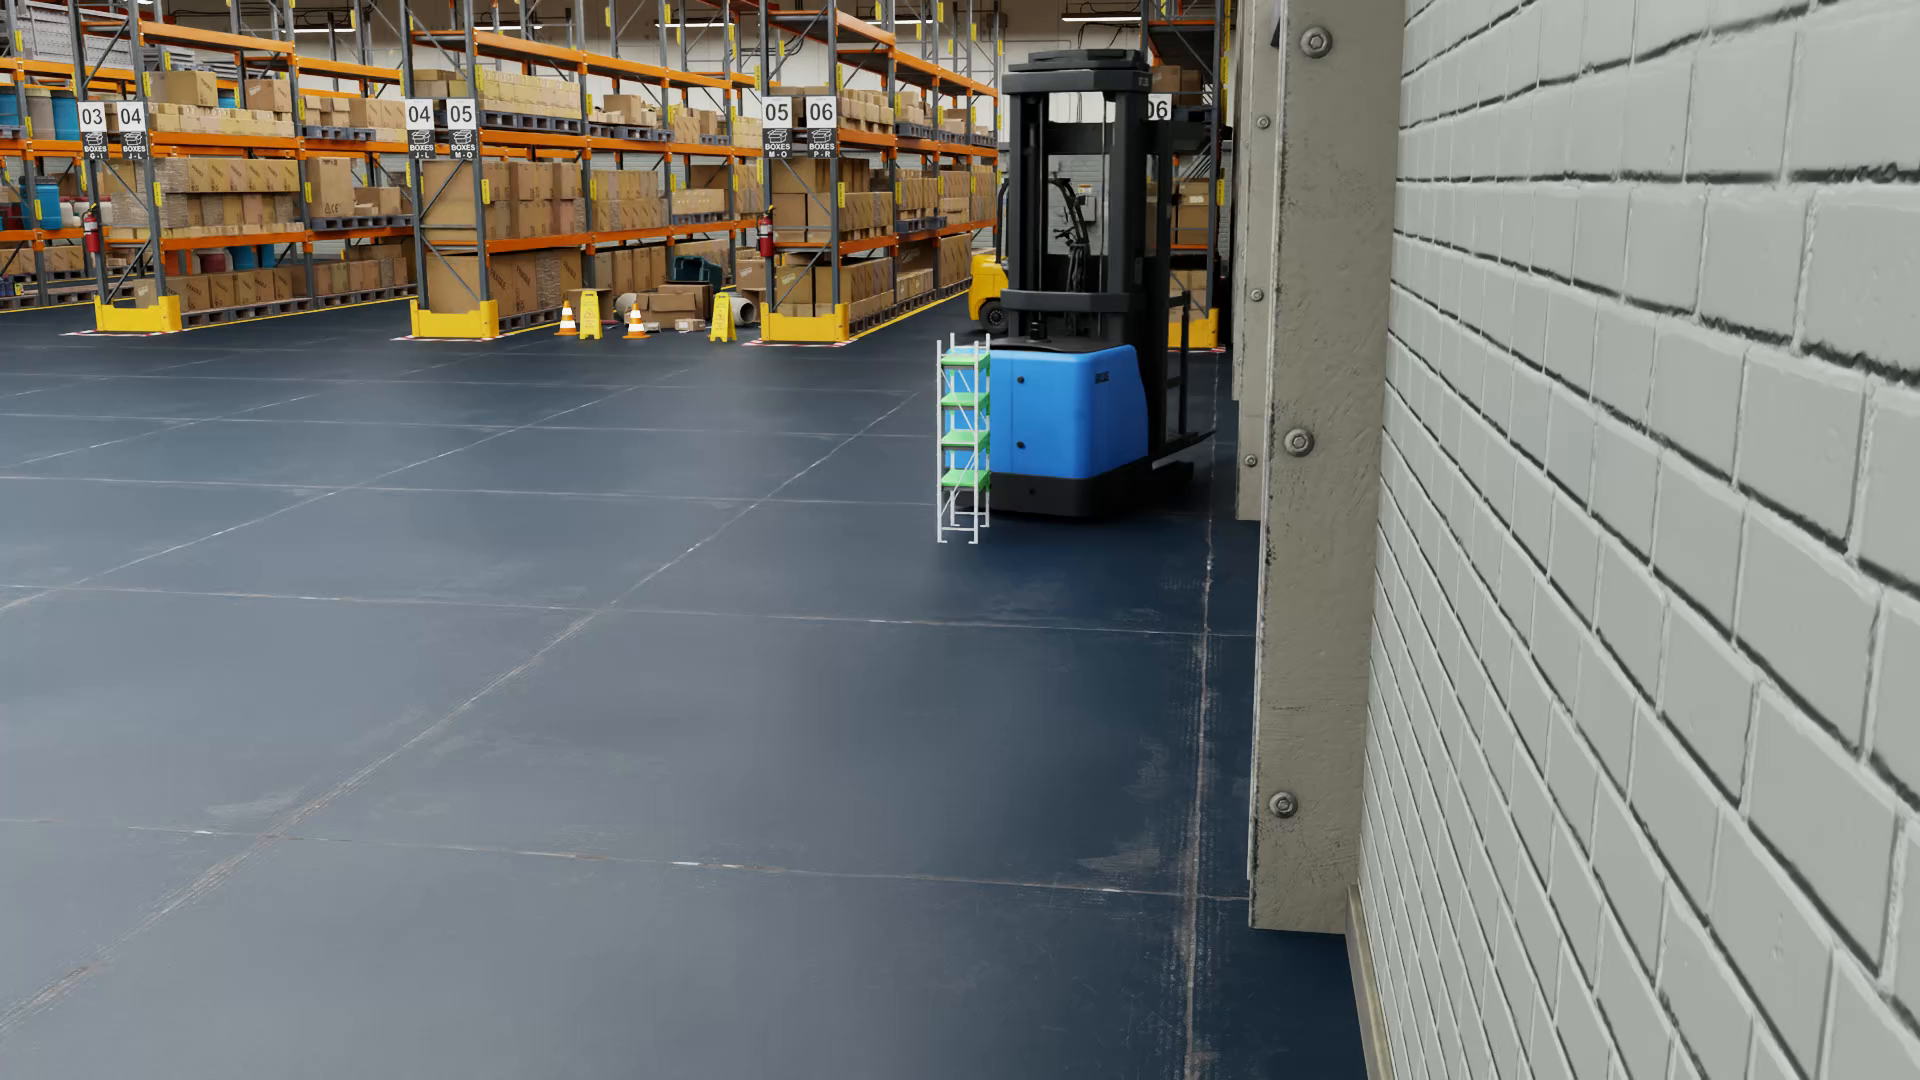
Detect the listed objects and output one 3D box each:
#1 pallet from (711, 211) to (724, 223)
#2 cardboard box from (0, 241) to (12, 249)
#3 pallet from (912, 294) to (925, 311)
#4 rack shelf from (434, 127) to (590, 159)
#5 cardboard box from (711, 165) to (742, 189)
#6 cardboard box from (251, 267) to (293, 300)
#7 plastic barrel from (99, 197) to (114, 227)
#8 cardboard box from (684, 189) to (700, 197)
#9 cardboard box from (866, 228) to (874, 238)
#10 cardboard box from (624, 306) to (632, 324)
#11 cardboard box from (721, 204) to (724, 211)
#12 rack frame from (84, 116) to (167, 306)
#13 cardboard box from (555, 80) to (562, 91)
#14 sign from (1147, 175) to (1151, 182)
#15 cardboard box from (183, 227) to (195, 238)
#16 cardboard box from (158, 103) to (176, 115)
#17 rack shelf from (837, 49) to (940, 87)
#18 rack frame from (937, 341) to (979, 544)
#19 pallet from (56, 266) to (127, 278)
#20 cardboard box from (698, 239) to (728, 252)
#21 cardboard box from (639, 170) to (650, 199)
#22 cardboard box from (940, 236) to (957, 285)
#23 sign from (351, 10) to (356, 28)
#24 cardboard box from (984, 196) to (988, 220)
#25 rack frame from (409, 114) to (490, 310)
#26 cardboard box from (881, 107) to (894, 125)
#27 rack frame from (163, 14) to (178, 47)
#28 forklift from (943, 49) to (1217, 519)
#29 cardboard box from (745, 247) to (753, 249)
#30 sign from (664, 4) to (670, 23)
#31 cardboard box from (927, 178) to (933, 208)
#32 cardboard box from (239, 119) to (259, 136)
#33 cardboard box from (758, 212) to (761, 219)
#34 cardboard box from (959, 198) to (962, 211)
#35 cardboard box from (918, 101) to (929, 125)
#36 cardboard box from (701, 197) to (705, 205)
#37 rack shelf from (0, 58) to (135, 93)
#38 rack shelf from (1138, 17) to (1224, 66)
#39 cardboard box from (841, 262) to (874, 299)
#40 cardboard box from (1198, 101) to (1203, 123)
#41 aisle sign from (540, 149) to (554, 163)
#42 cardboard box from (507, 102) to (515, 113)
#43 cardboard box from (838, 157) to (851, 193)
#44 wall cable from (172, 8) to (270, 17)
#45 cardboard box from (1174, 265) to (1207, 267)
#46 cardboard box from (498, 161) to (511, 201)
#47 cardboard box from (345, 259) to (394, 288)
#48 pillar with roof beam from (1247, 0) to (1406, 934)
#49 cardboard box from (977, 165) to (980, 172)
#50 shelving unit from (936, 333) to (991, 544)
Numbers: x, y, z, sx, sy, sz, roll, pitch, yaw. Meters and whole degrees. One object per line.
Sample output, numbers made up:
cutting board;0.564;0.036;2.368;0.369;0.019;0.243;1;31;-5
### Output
pallet;-5.439;-6.564;33.787;1.003;0.211;1.213;2;12;9
cardboard box;-20.397;-6.270;35.076;0.500;0.250;0.500;2;12;8
pallet;-1.198;-4.061;28.337;1.003;0.211;1.213;2;12;9
rack shelf;-6.716;-5.845;24.584;1.077;0.370;4.000;2;12;9
cardboard box;-4.868;-7.581;34.735;0.500;0.500;0.500;2;12;10
cardboard box;-11.395;-4.230;27.438;0.500;0.500;0.500;1;12;7
plastic barrel;-15.644;-5.990;30.347;0.433;0.535;0.433;0;12;0
cardboard box;-5.288;-6.768;32.466;0.380;0.149;0.250;2;12;8
cardboard box;-1.476;-4.489;24.301;0.380;0.149;0.250;2;12;9
cardboard box;-4.853;-3.393;25.106;0.396;0.266;0.258;4;13;18
cardboard box;-5.043;-6.806;34.052;0.380;0.149;0.250;2;12;7
rack frame;-11.909;-4.496;23.735;1.000;3.000;0.127;2;12;9
cardboard box;-6.266;-6.891;25.198;0.380;0.149;0.250;2;12;10
sign;2.866;-5.390;25.325;0.100;0.325;0.005;2;12;9
cardboard box;-11.519;-4.528;24.479;0.380;0.149;0.250;2;12;9
cardboard box;-11.503;-6.185;23.860;0.380;0.149;0.250;2;12;10
rack shelf;-1.194;-7.809;27.527;1.077;0.370;4.000;2;12;9
rack frame;-0.012;-0.570;9.791;0.240;1.200;0.015;2;12;9
pallet;-19.745;-6.095;37.776;1.003;0.211;1.213;2;12;9
cardboard box;-5.043;-5.999;33.866;0.500;0.250;0.500;2;12;7
cardboard box;-5.948;-6.319;29.583;0.700;0.500;0.500;2;12;8
cardboard box;-0.557;-5.333;31.668;0.875;0.875;0.875;2;12;9
sign;-11.227;-9.645;30.795;0.100;0.325;0.005;2;12;9
cardboard box;0.303;-7.126;35.702;0.500;0.500;0.500;2;12;10
rack frame;-7.023;-4.314;22.892;1.000;3.000;0.127;2;12;9
cardboard box;-1.304;-6.445;25.309;0.500;0.250;0.500;2;12;8
rack frame;-19.236;-11.081;40.051;1.000;3.000;0.127;2;12;9
forklift;1.013;-1.829;11.523;1.130;2.935;3.031;6;14;27
cardboard box;-4.903;-6.588;37.801;0.380;0.149;0.250;2;12;10
sign;-5.244;-9.429;29.792;0.100;0.325;0.005;2;12;9
cardboard box;-0.750;-6.028;28.905;0.500;0.500;0.500;2;12;8
cardboard box;-11.270;-6.404;25.823;0.500;0.250;0.500;2;12;8
cardboard box;-4.619;-7.180;36.785;0.380;0.149;0.250;1;12;6
cardboard box;-0.242;-6.532;32.352;0.500;0.250;0.500;2;12;10
cardboard box;-0.978;-7.646;29.988;0.797;0.503;0.637;1;12;5
cardboard box;-5.243;-6.676;32.746;0.380;0.149;0.250;2;12;9
rack shelf;-15.880;-8.291;29.761;1.077;0.370;4.000;2;12;9
rack shelf;3.096;-6.817;22.920;1.077;0.370;4.000;2;12;9
cardboard box;-1.555;-3.780;24.161;0.500;0.500;0.500;2;12;10
cardboard box;3.688;-7.198;27.683;0.700;0.500;0.500;2;12;8
aisle sign;-9.733;-9.122;39.031;0.394;0.787;0.004;2;12;9
cardboard box;-6.538;-6.131;23.564;0.380;0.149;0.250;2;12;9
cardboard box;-1.978;-5.285;24.081;0.700;0.500;0.500;2;12;8
wall cable;-20.235;-13.270;45.590;3.097;2.526;0.112;2;12;9
cardboard box;3.210;-3.667;23.043;0.500;0.250;0.500;2;12;8
cardboard box;-6.935;-5.109;23.660;0.875;0.550;0.550;2;12;9
cardboard box;-10.834;-4.898;30.492;0.700;0.500;0.500;1;12;4
pillar with roof beam;-3.236;-3.456;4.668;9.100;9.000;0.400;2;12;9
cardboard box;0.223;-7.797;34.904;0.380;0.149;0.250;2;12;7
shelving unit;0.025;-0.621;10.027;0.258;1.200;0.503;2;12;9
